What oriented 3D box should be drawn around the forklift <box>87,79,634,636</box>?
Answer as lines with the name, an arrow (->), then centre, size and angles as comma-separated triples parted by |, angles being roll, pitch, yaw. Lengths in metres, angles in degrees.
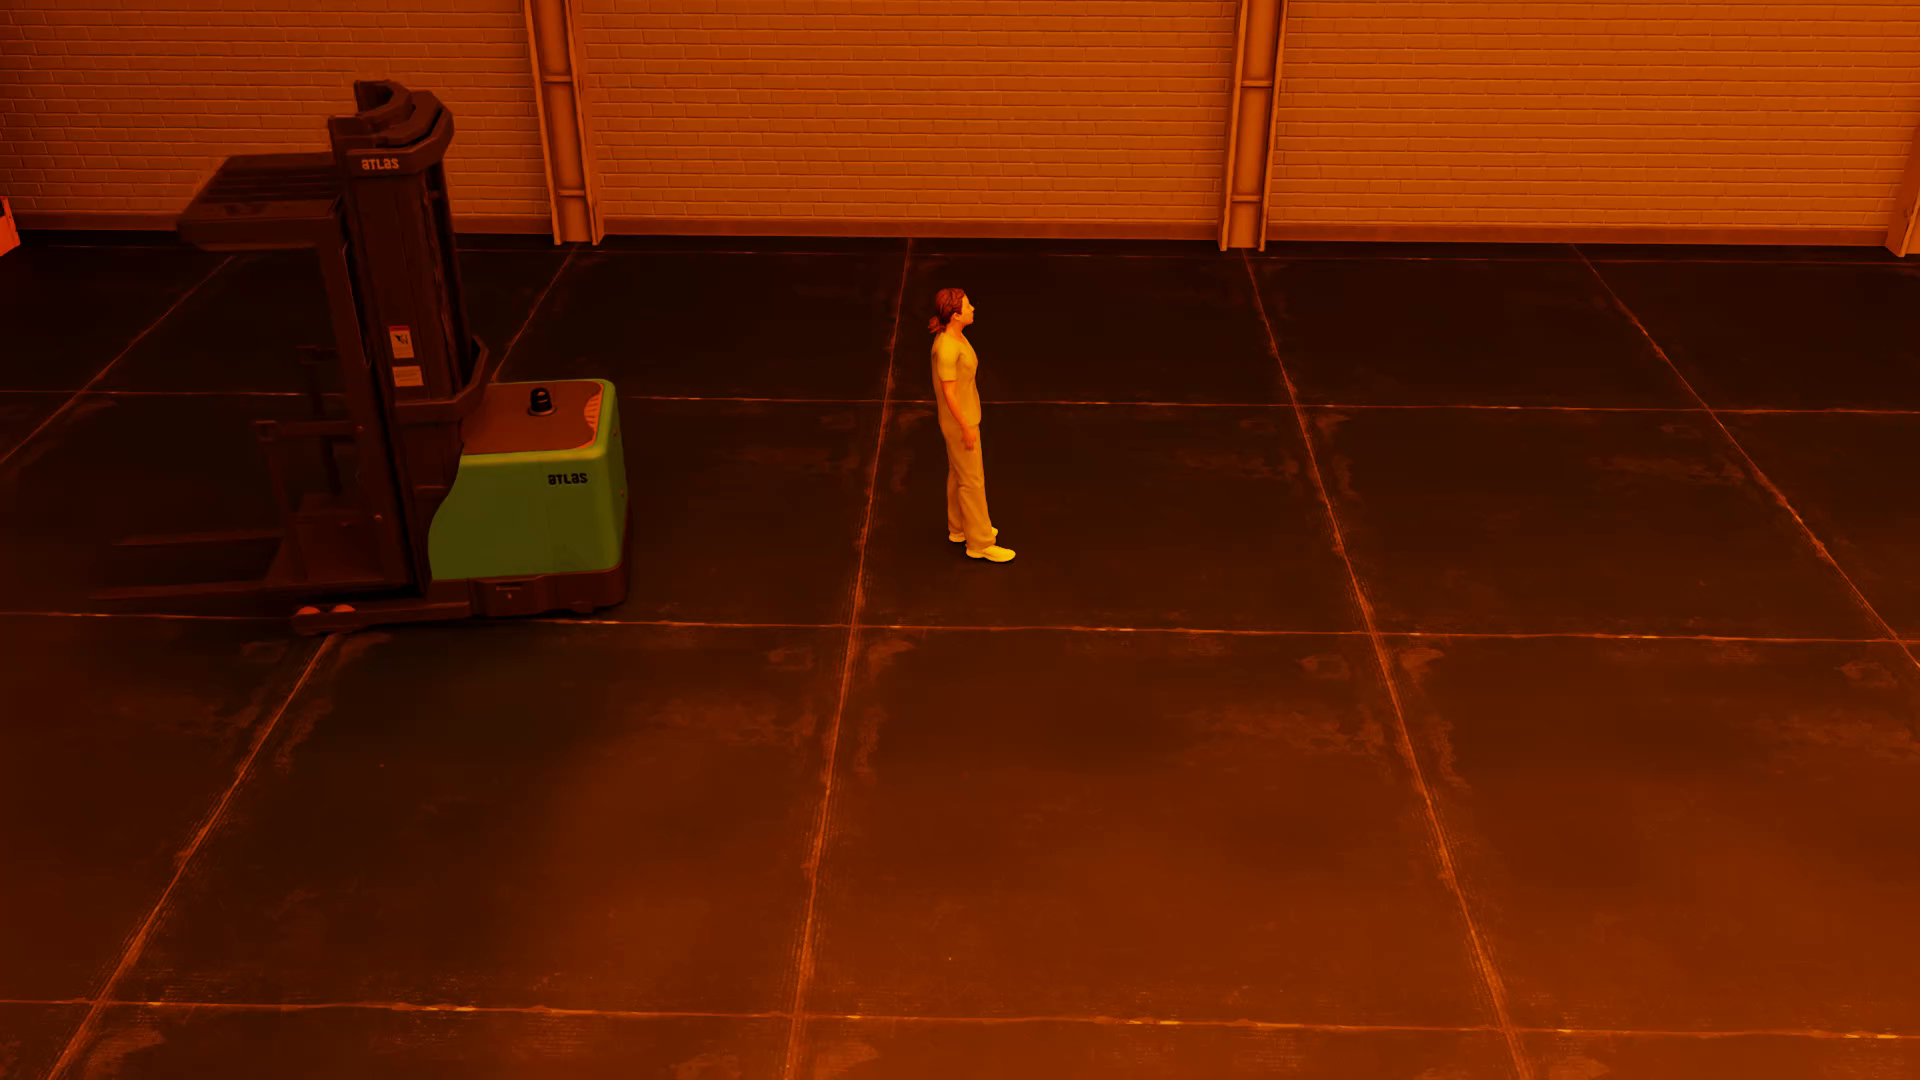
forklift -> -3.521, -0.994, 9.301 | 3.031, 2.935, 1.130 | -3, 31, -6

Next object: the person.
person -> 0.083, -0.716, 10.060 | 0.528, 1.665, 0.549 | 1, 31, 1
